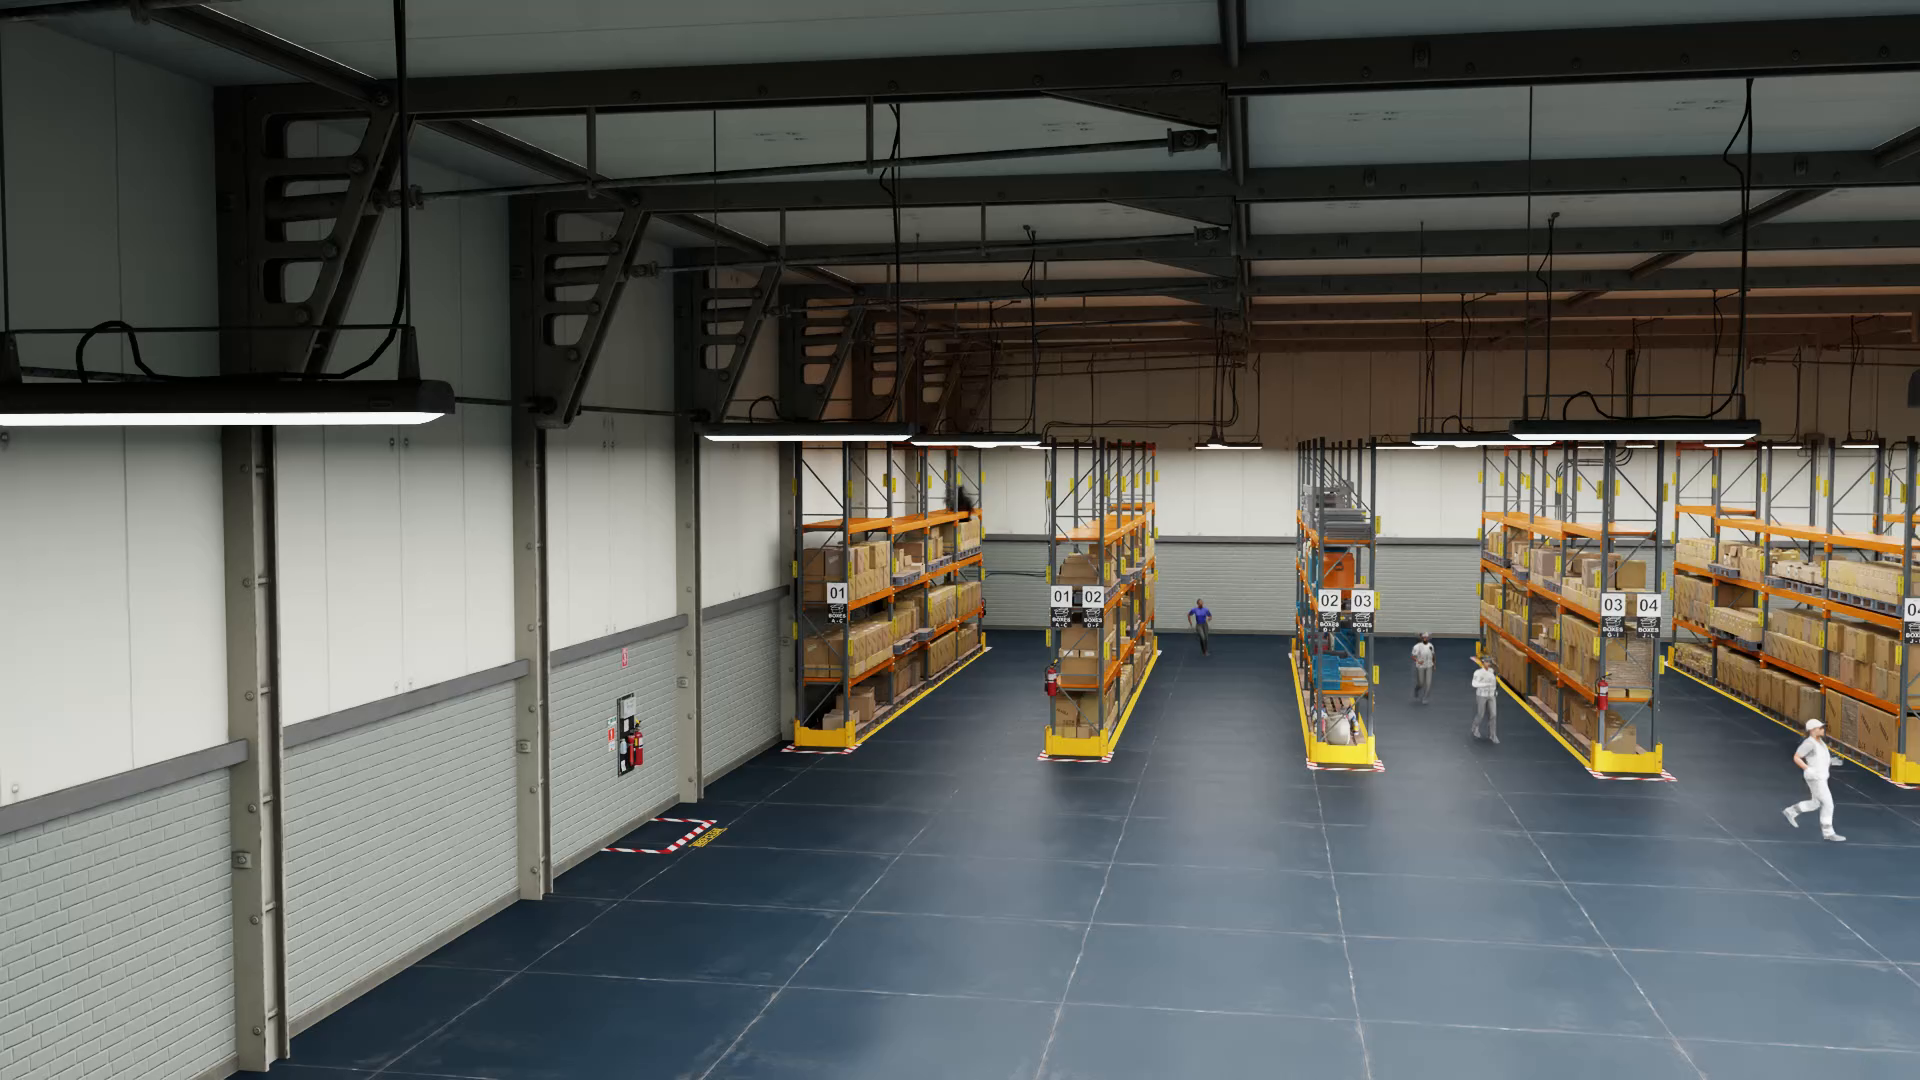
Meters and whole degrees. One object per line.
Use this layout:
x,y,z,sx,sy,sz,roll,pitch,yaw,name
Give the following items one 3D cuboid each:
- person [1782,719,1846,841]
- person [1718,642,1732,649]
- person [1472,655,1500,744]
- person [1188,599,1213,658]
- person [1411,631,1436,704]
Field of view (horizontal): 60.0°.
12.649,3.532,24.619,0.914,1.765,0.670,3,4,44,person
20.858,2.442,45.637,0.628,1.748,0.723,0,3,8,person
10.388,3.113,32.834,0.605,1.713,0.854,-1,3,-9,person
6.717,2.467,46.405,0.643,1.663,0.697,0,3,-9,person
10.565,2.893,37.856,0.572,1.653,0.617,0,3,-5,person
